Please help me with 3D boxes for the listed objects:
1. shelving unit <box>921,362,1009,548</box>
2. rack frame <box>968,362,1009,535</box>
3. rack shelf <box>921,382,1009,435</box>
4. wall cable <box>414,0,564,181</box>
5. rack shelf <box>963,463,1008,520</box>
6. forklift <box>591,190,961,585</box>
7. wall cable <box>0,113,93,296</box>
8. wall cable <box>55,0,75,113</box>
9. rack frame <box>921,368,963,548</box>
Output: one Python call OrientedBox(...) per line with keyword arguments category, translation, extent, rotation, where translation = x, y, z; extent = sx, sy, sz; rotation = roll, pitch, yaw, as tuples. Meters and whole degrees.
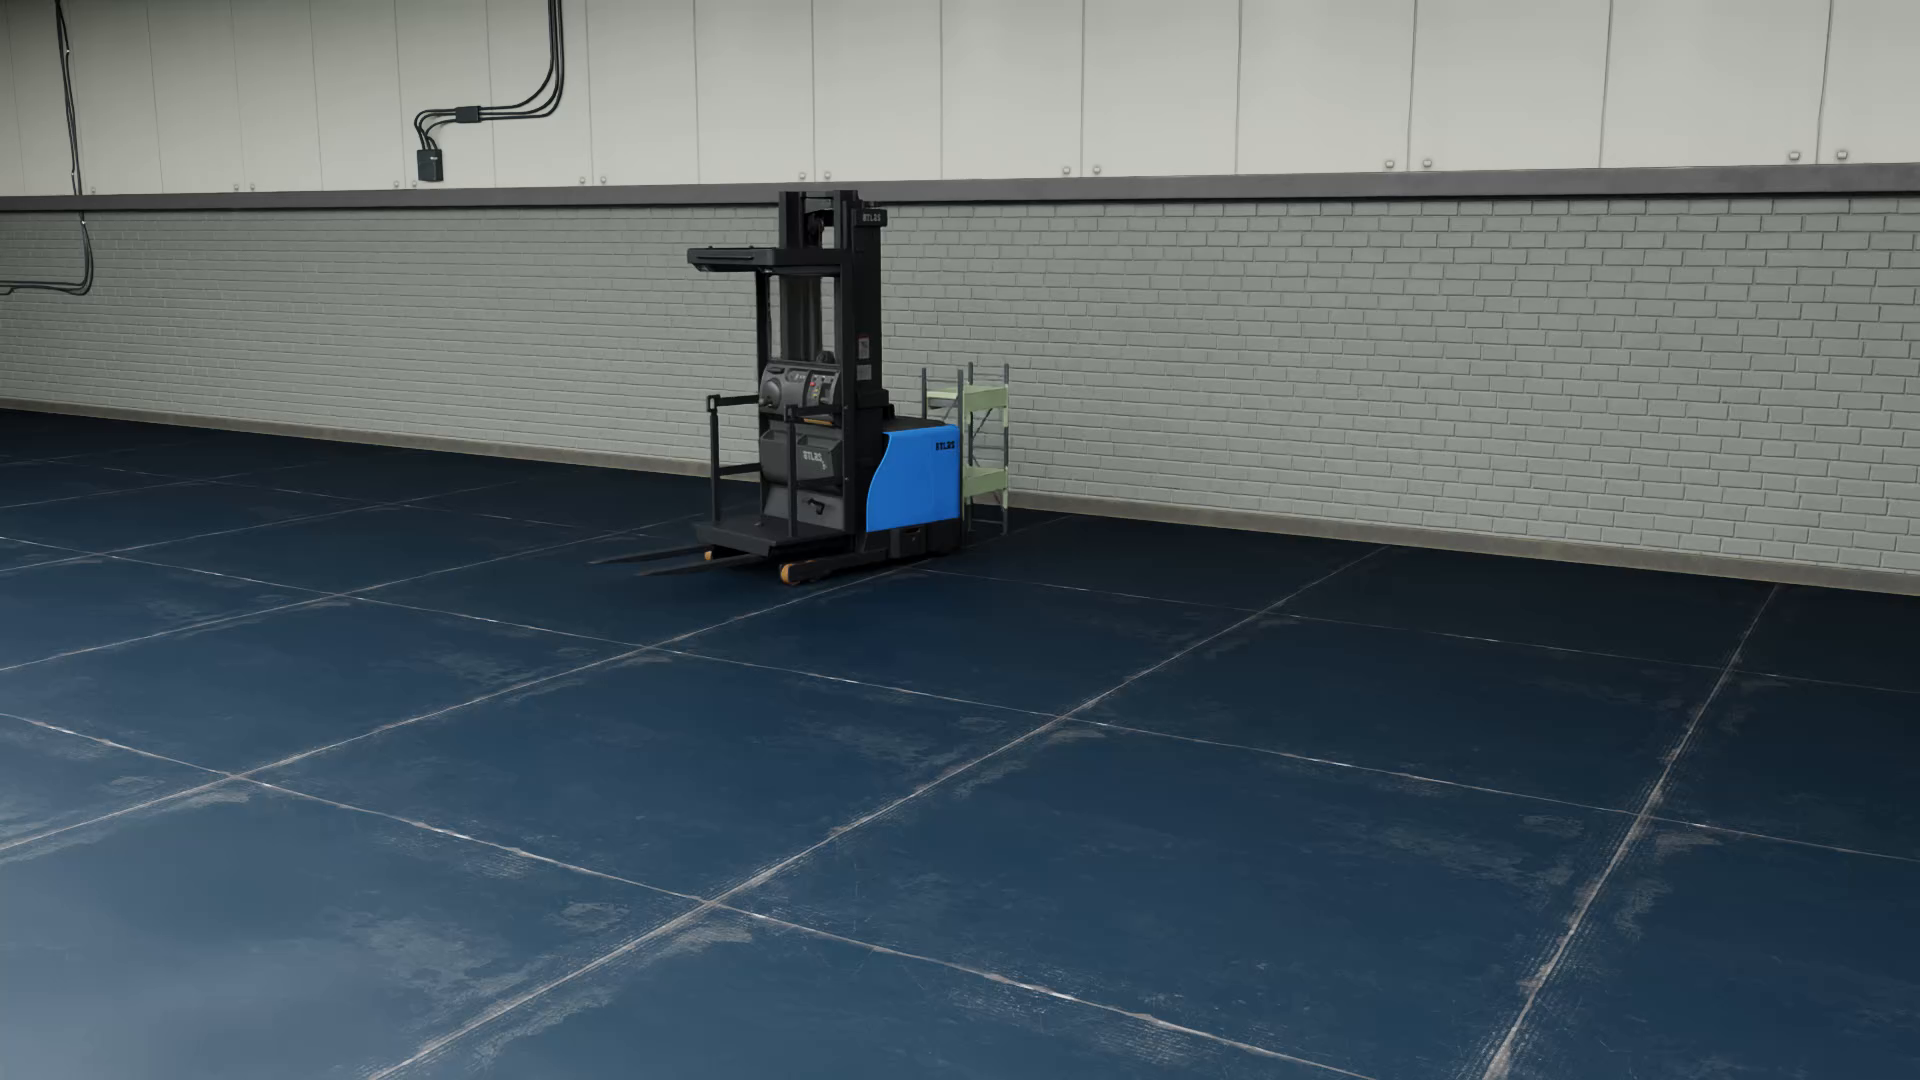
OrientedBox(category="shelving unit", translation=(0.049, -0.744, 14.268), extent=(0.431, 1.500, 0.755), rotation=(7, 13, 32))
OrientedBox(category="rack frame", translation=(0.246, -0.801, 14.571), extent=(0.400, 1.500, 0.023), rotation=(7, 13, 32))
OrientedBox(category="rack shelf", translation=(0.049, -1.128, 14.196), extent=(0.431, 0.370, 0.720), rotation=(7, 13, 32))
OrientedBox(category="wall cable", translation=(-5.338, -7.055, 18.356), extent=(2.305, 6.003, 0.169), rotation=(6, 12, 31))
OrientedBox(category="rack shelf", translation=(0.049, -0.424, 14.328), extent=(0.431, 0.370, 0.720), rotation=(7, 13, 32))
OrientedBox(category="forklift", translation=(-1.405, -1.207, 12.850), extent=(3.031, 2.935, 1.130), rotation=(-10, 14, -42))
OrientedBox(category="wall cable", translation=(-13.443, -4.766, 23.813), extent=(3.097, 2.526, 0.112), rotation=(6, 12, 31))
OrientedBox(category="wall cable", translation=(-11.131, -6.990, 21.967), extent=(3.097, 2.526, 0.112), rotation=(6, 12, 31))
OrientedBox(category="rack frame", translation=(-0.149, -0.687, 13.965), extent=(0.400, 1.500, 0.023), rotation=(7, 13, 32))
